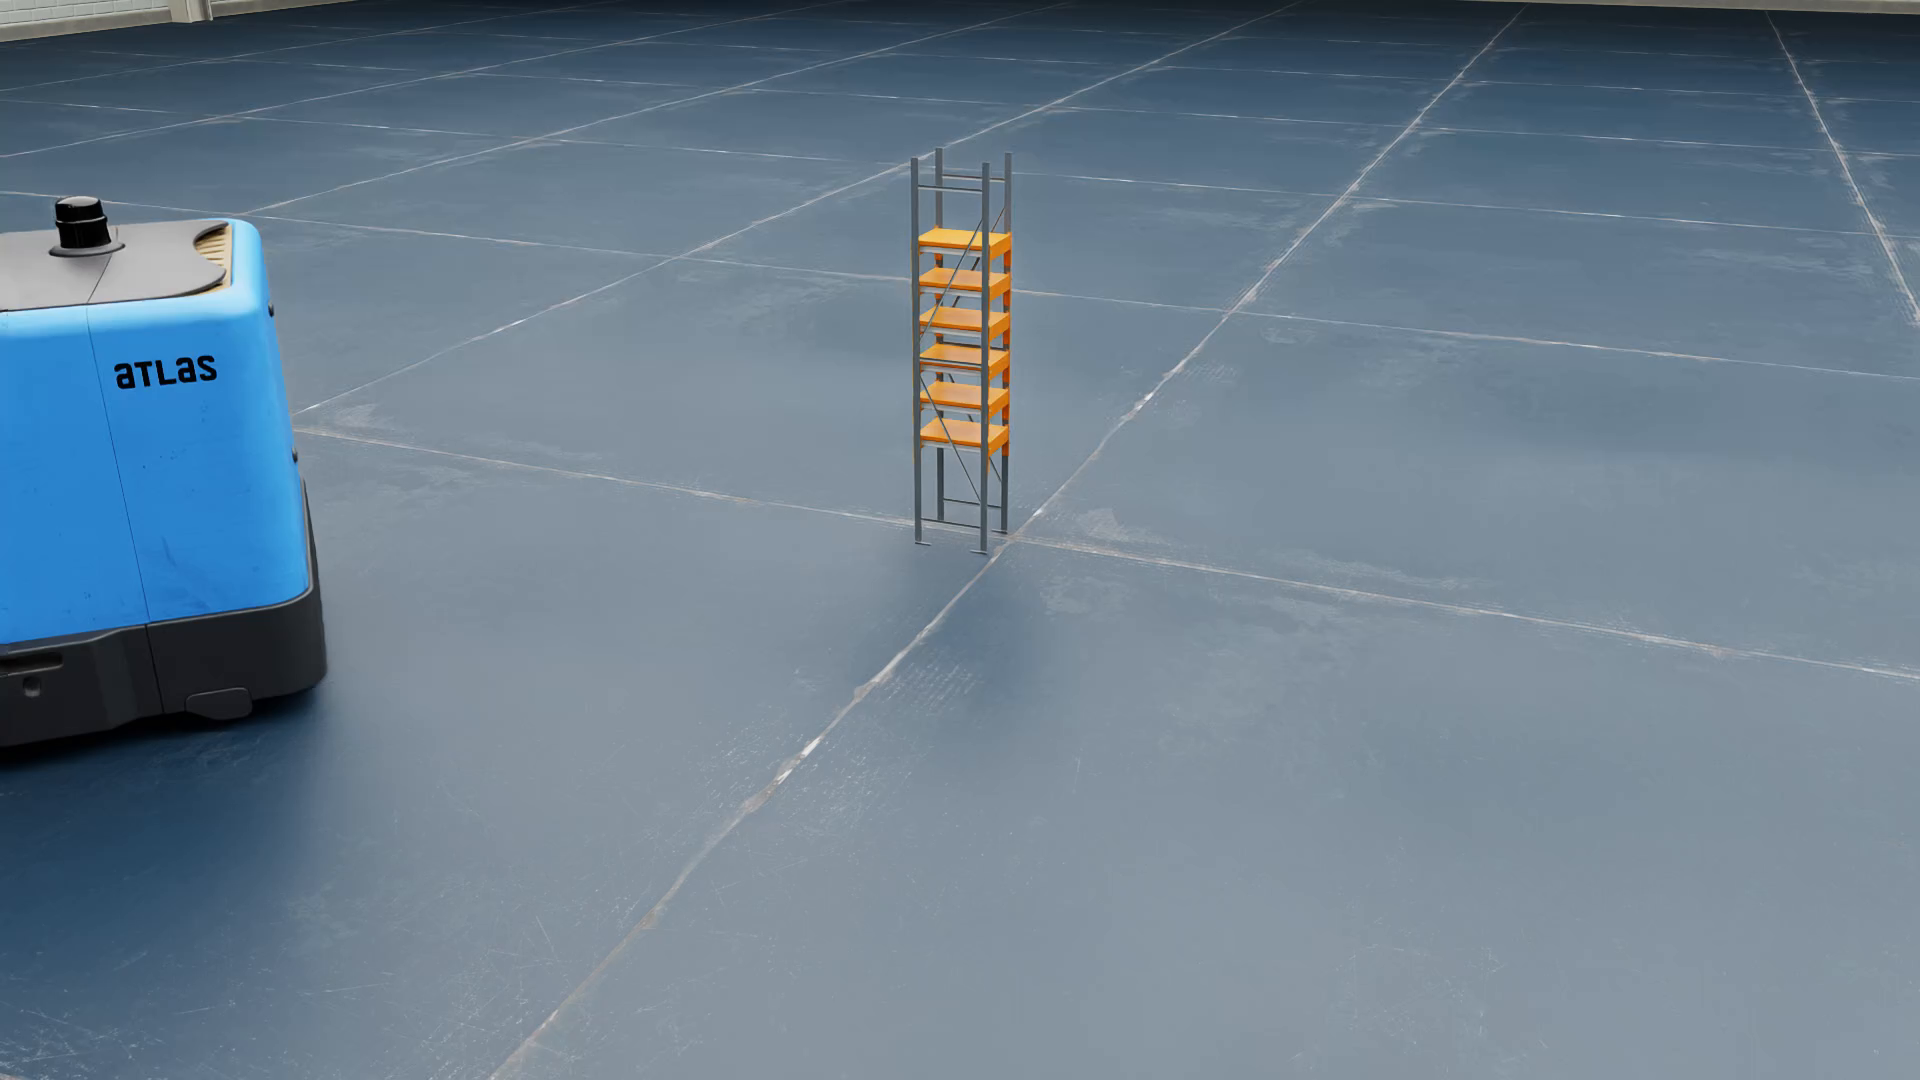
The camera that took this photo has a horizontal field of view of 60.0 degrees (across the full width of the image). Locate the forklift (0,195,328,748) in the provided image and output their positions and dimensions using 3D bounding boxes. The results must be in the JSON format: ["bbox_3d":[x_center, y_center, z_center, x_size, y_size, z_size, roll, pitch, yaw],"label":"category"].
[{"bbox_3d":[-3.185,-0.847,3.589,3.031,2.843,1.129,-9,24,-20],"label":"forklift"}]

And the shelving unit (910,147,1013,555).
[{"bbox_3d":[0.005,-0.559,5.031,0.258,1.200,0.189,9,24,20],"label":"shelving unit"}]

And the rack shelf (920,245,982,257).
[{"bbox_3d":[0.005,-0.868,4.902,0.199,0.020,0.166,9,24,20],"label":"rack shelf"}]

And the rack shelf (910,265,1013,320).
[{"bbox_3d":[0.005,-0.739,4.956,0.258,0.103,0.180,9,24,20],"label":"rack shelf"}]

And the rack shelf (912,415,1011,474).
[{"bbox_3d":[0.005,-0.296,5.141,0.258,0.103,0.180,9,24,20],"label":"rack shelf"}]

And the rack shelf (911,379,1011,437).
[{"bbox_3d":[0.005,-0.407,5.095,0.258,0.103,0.180,9,24,20],"label":"rack shelf"}]

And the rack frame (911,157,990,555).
[{"bbox_3d":[-0.029,-0.526,4.953,0.240,1.200,0.006,9,24,20],"label":"rack frame"}]

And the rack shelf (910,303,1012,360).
[{"bbox_3d":[0.005,-0.629,5.002,0.258,0.103,0.180,9,24,20],"label":"rack shelf"}]

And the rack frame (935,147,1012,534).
[{"bbox_3d":[0.039,-0.592,5.110,0.240,1.200,0.006,9,24,20],"label":"rack frame"}]

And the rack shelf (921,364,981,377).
[{"bbox_3d":[0.005,-0.536,5.041,0.199,0.020,0.166,9,24,20],"label":"rack shelf"}]
